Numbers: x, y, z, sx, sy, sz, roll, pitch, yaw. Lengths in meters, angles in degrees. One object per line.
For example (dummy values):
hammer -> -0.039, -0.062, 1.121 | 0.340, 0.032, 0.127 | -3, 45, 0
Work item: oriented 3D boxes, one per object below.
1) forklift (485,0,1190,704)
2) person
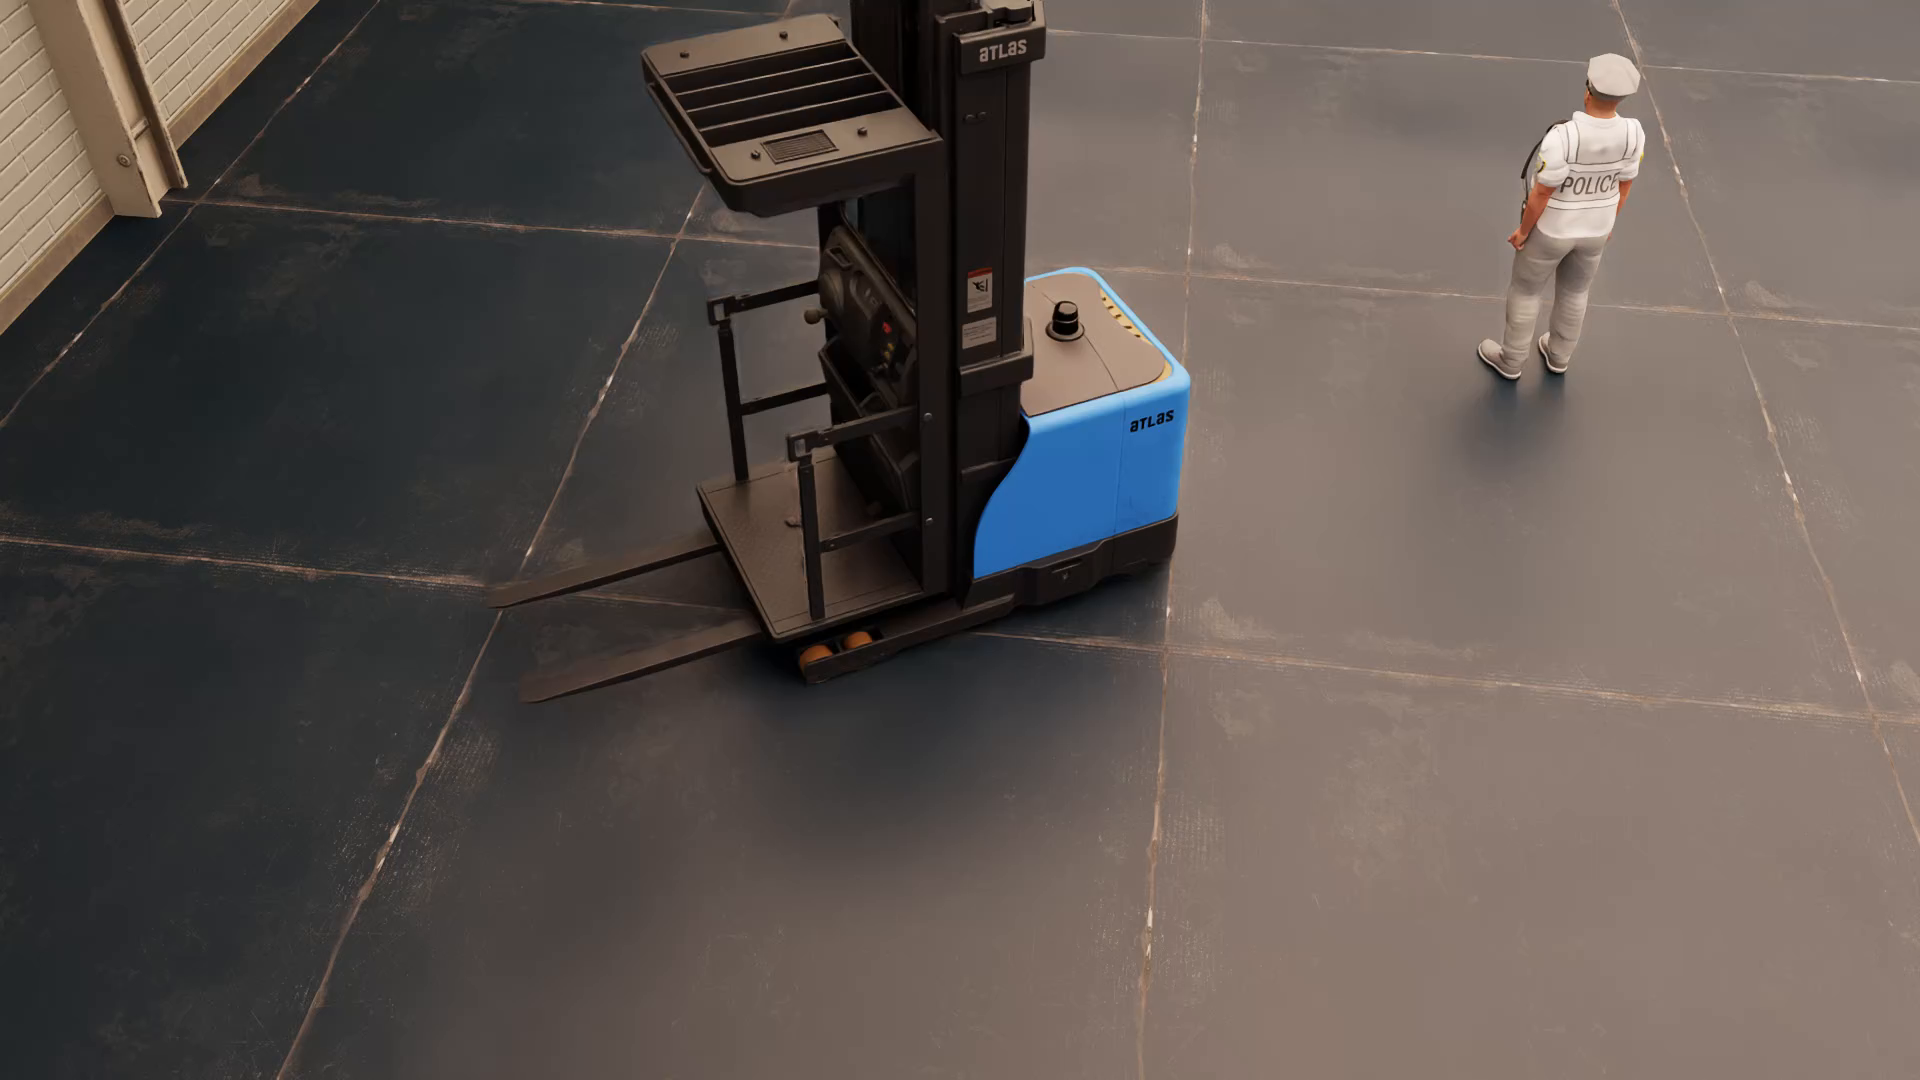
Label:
forklift -> -0.562, -0.870, 6.671 | 3.031, 2.935, 1.130 | -17, 45, -18
person -> 3.025, -1.592, 8.316 | 0.522, 1.775, 0.406 | -6, 43, -6
